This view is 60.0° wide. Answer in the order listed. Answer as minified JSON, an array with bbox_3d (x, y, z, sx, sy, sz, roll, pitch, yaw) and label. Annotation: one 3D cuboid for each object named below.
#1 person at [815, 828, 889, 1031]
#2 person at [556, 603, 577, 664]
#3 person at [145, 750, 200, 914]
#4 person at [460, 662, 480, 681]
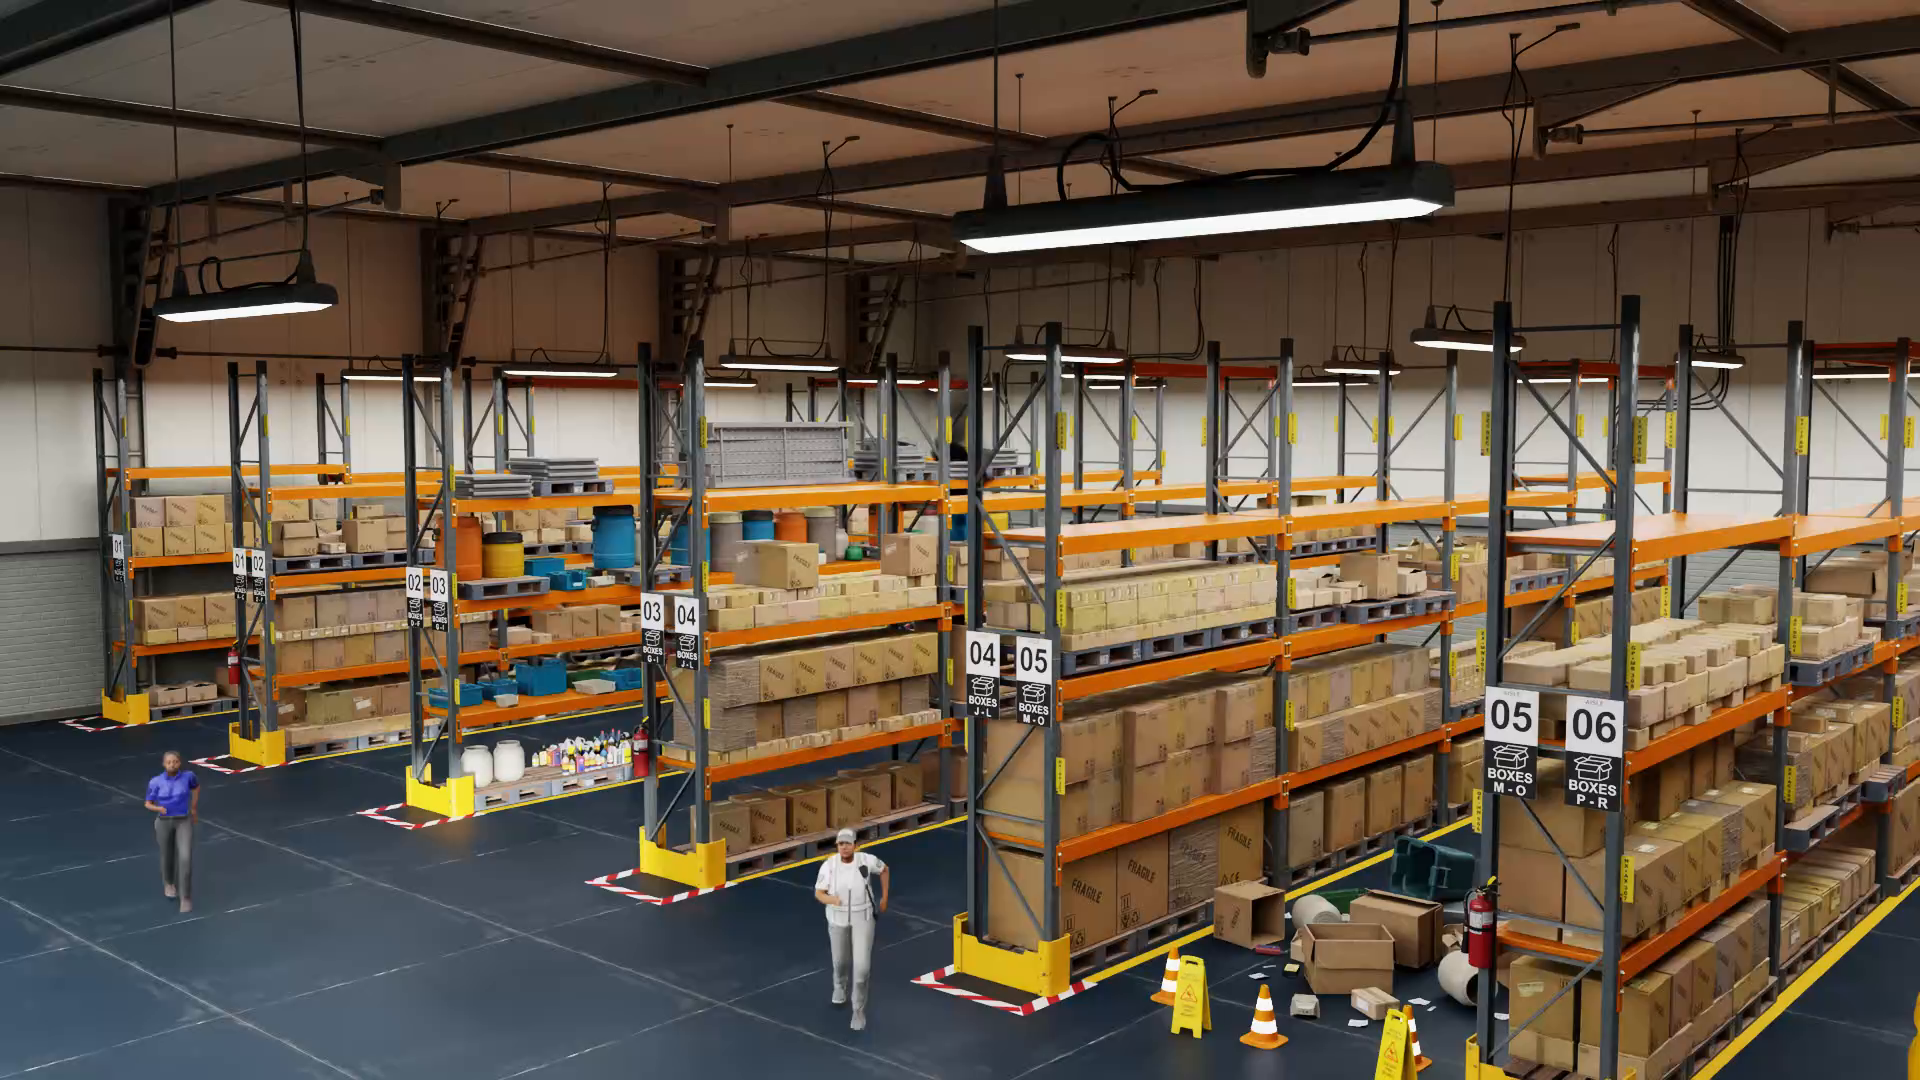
[{"bbox_3d":[-0.924,3.294,14.273,0.611,1.708,0.871,0,4,2],"label":"person"},{"bbox_3d":[-7.614,1.965,32.068,0.518,1.696,0.887,3,5,38],"label":"person"},{"bbox_3d":[-8.318,3.054,17.590,0.535,1.708,0.837,-2,5,-25],"label":"person"},{"bbox_3d":[-8.705,2.204,29.469,0.626,1.661,0.815,3,5,39],"label":"person"}]
